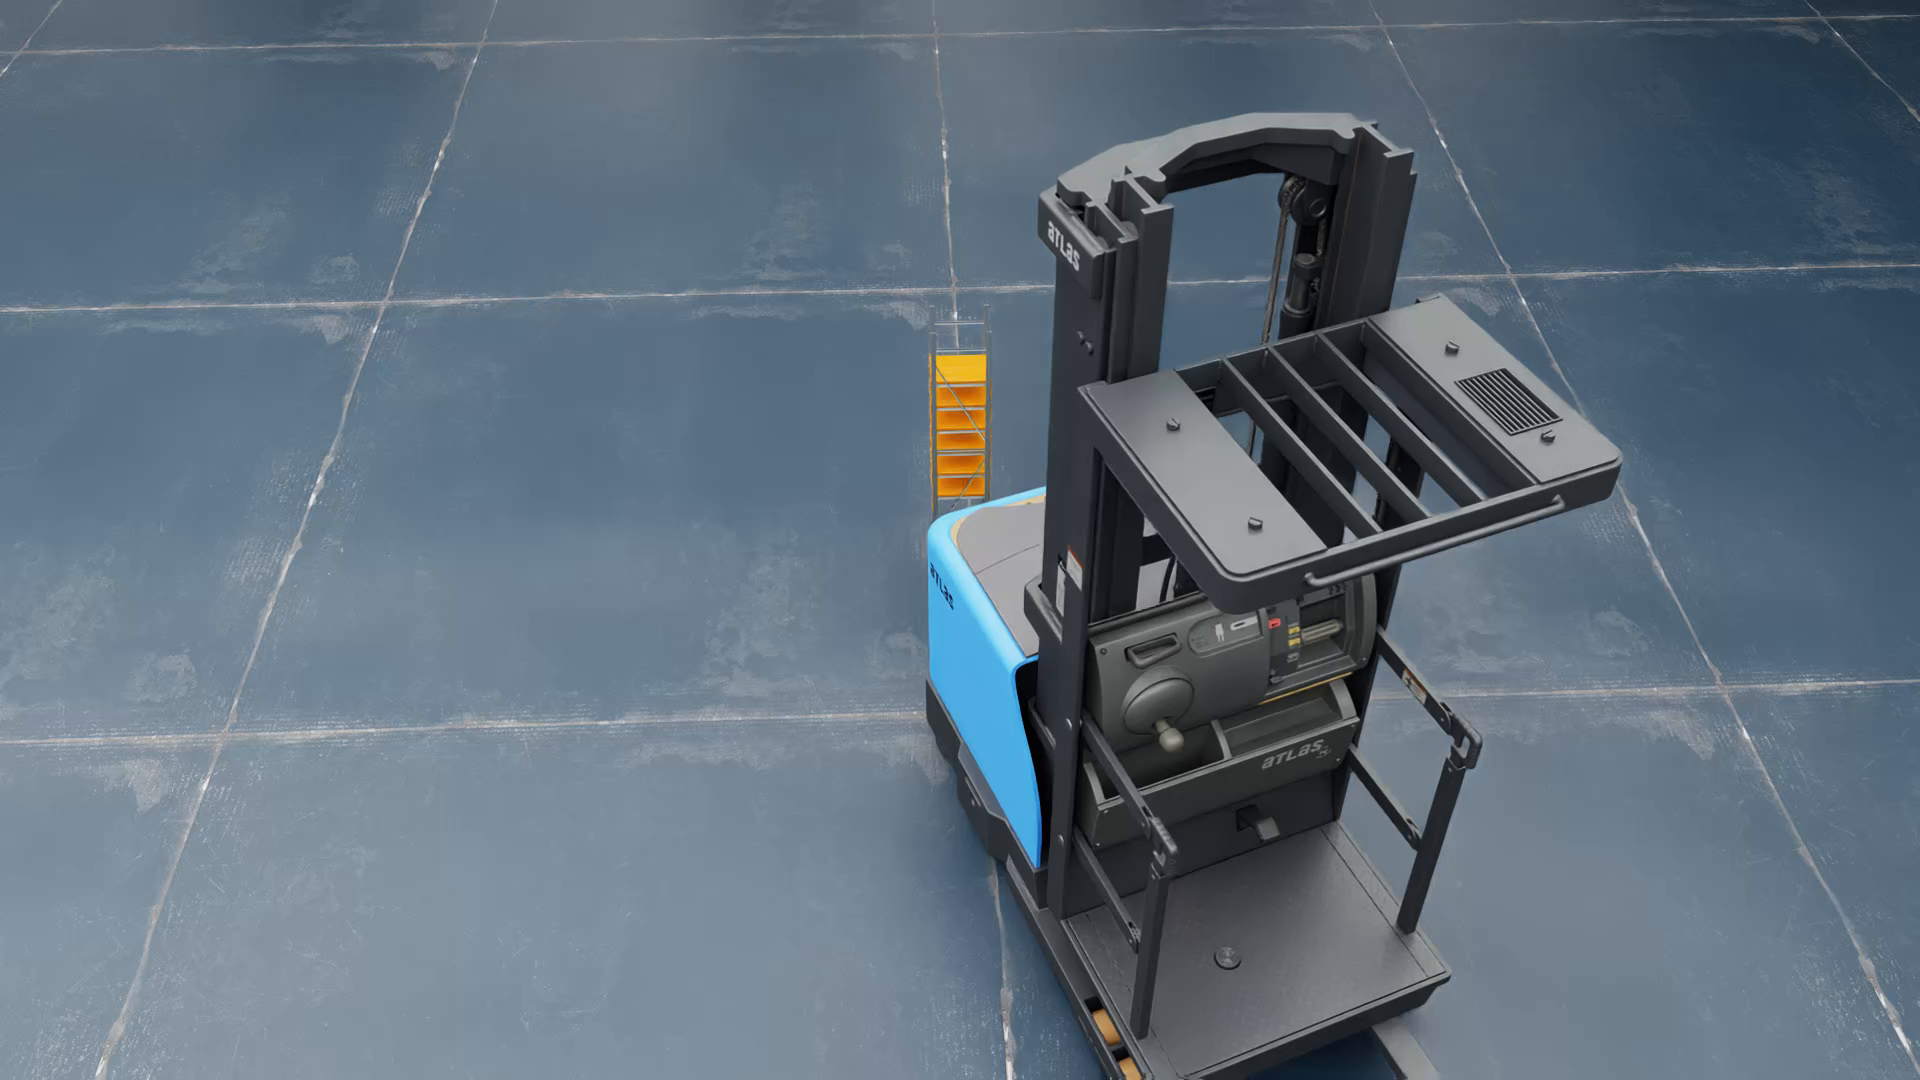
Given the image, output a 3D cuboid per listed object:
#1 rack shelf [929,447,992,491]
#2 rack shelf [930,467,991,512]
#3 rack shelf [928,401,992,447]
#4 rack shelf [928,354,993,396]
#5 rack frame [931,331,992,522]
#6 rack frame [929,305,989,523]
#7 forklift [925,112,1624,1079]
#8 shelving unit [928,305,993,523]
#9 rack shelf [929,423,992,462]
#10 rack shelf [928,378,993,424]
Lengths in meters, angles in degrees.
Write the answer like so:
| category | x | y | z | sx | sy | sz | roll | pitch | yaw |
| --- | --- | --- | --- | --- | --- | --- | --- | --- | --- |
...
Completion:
| category | x | y | z | sx | sy | sz | roll | pitch | yaw |
| --- | --- | --- | --- | --- | --- | --- | --- | --- | --- |
| rack shelf | 0.001 | -0.311 | 7.095 | 0.258 | 0.103 | 0.180 | -2 | 43 | -2 |
| rack shelf | 0.001 | -0.223 | 7.176 | 0.258 | 0.103 | 0.180 | -2 | 43 | -2 |
| rack shelf | 0.001 | -0.488 | 6.933 | 0.258 | 0.103 | 0.180 | -2 | 43 | -2 |
| rack shelf | 0.001 | -0.665 | 6.770 | 0.258 | 0.103 | 0.180 | -2 | 43 | -2 |
| rack frame | 0.005 | -0.371 | 6.916 | 0.240 | 1.200 | 0.006 | -2 | 43 | -2 |
| rack frame | -0.003 | -0.494 | 7.051 | 0.240 | 1.200 | 0.006 | -2 | 43 | -2 |
| forklift | 0.908 | 0.425 | 4.767 | 1.130 | 2.935 | 3.031 | -16 | 45 | -17 |
| shelving unit | 0.001 | -0.433 | 6.984 | 0.258 | 1.200 | 0.189 | -2 | 43 | -2 |
| rack shelf | 0.001 | -0.400 | 7.014 | 0.258 | 0.103 | 0.180 | -2 | 43 | -2 |
| rack shelf | 0.001 | -0.577 | 6.851 | 0.258 | 0.103 | 0.180 | -2 | 43 | -2 |
